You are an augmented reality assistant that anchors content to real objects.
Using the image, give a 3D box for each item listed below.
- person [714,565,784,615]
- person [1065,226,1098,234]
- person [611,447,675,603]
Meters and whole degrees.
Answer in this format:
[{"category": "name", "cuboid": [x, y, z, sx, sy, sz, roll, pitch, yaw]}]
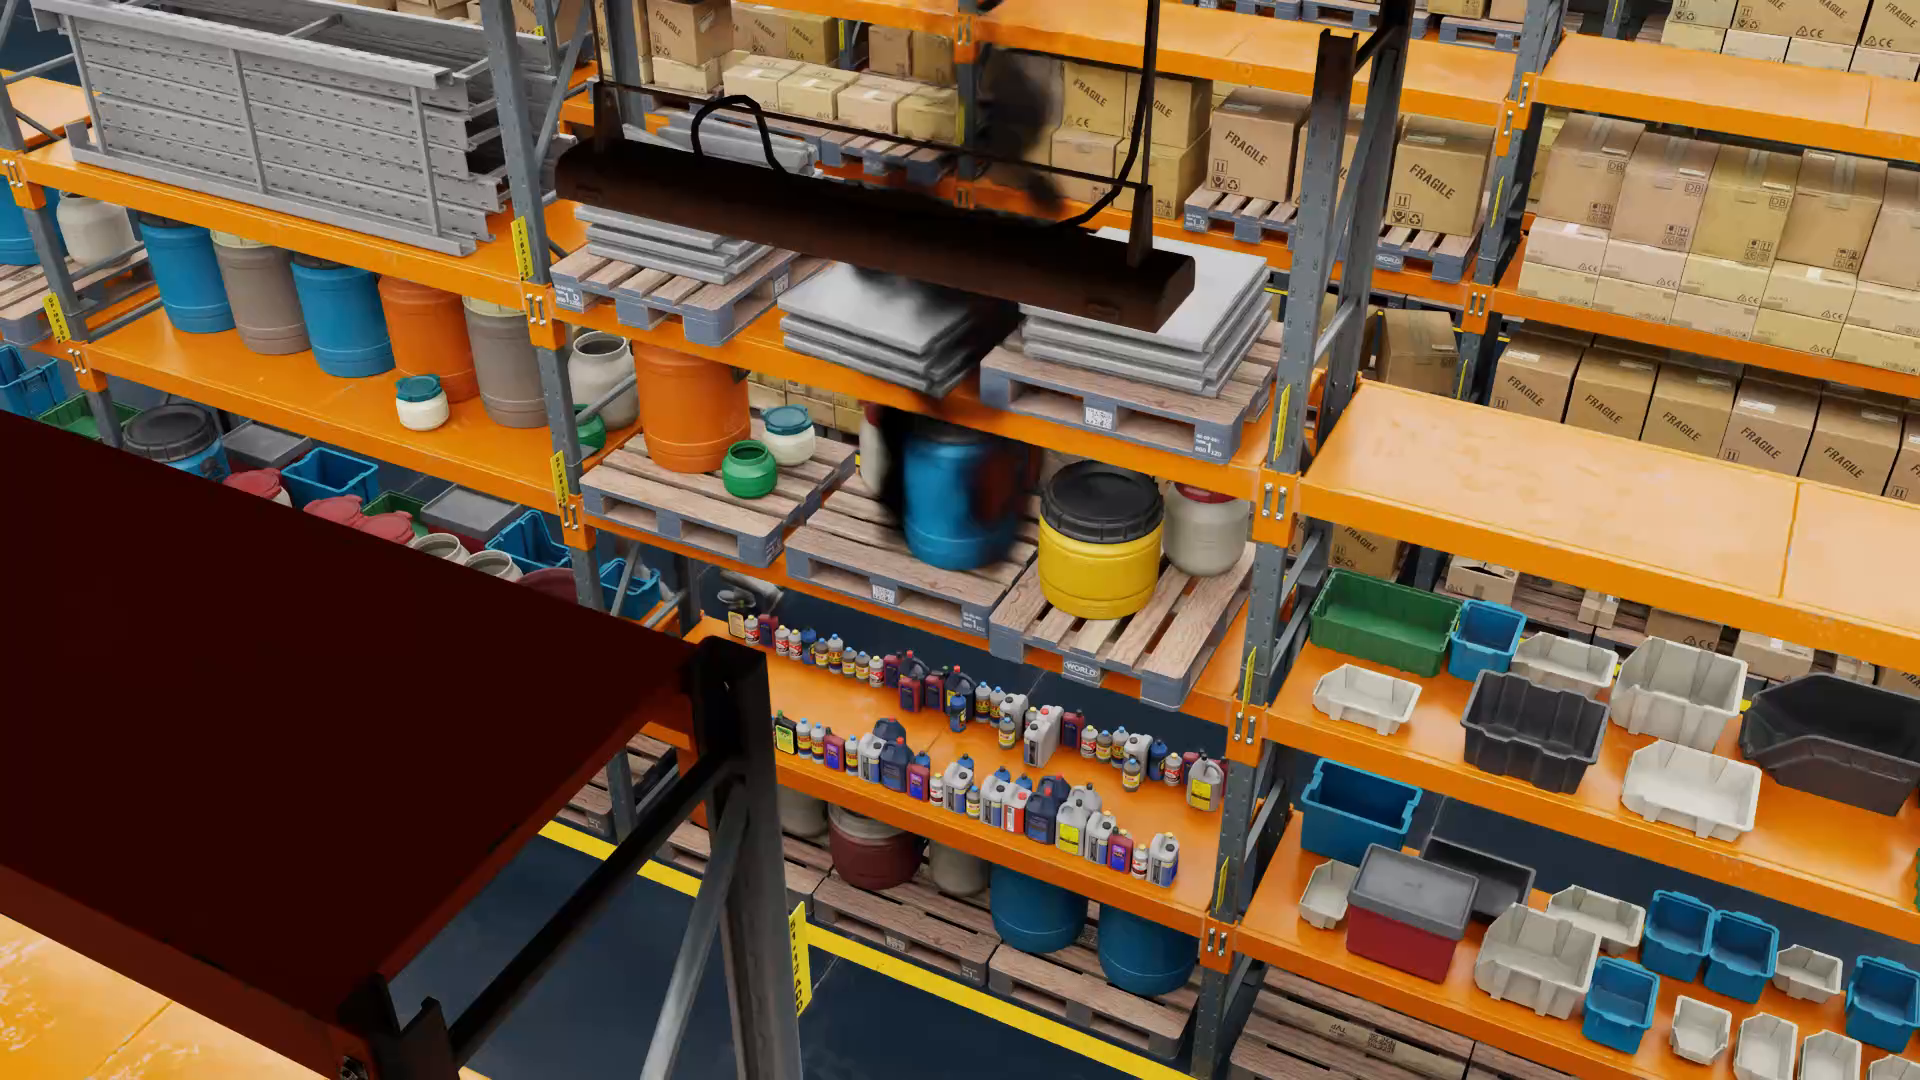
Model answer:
[{"category": "person", "cuboid": [-1.622, -0.160, 12.584, 0.673, 1.734, 0.667, 16, 38, 22]}, {"category": "person", "cuboid": [1.163, -2.741, 16.243, 0.776, 1.826, 0.685, 11, 36, 15]}, {"category": "person", "cuboid": [-2.478, -0.082, 12.609, 0.790, 1.600, 0.552, 15, 38, 20]}]
